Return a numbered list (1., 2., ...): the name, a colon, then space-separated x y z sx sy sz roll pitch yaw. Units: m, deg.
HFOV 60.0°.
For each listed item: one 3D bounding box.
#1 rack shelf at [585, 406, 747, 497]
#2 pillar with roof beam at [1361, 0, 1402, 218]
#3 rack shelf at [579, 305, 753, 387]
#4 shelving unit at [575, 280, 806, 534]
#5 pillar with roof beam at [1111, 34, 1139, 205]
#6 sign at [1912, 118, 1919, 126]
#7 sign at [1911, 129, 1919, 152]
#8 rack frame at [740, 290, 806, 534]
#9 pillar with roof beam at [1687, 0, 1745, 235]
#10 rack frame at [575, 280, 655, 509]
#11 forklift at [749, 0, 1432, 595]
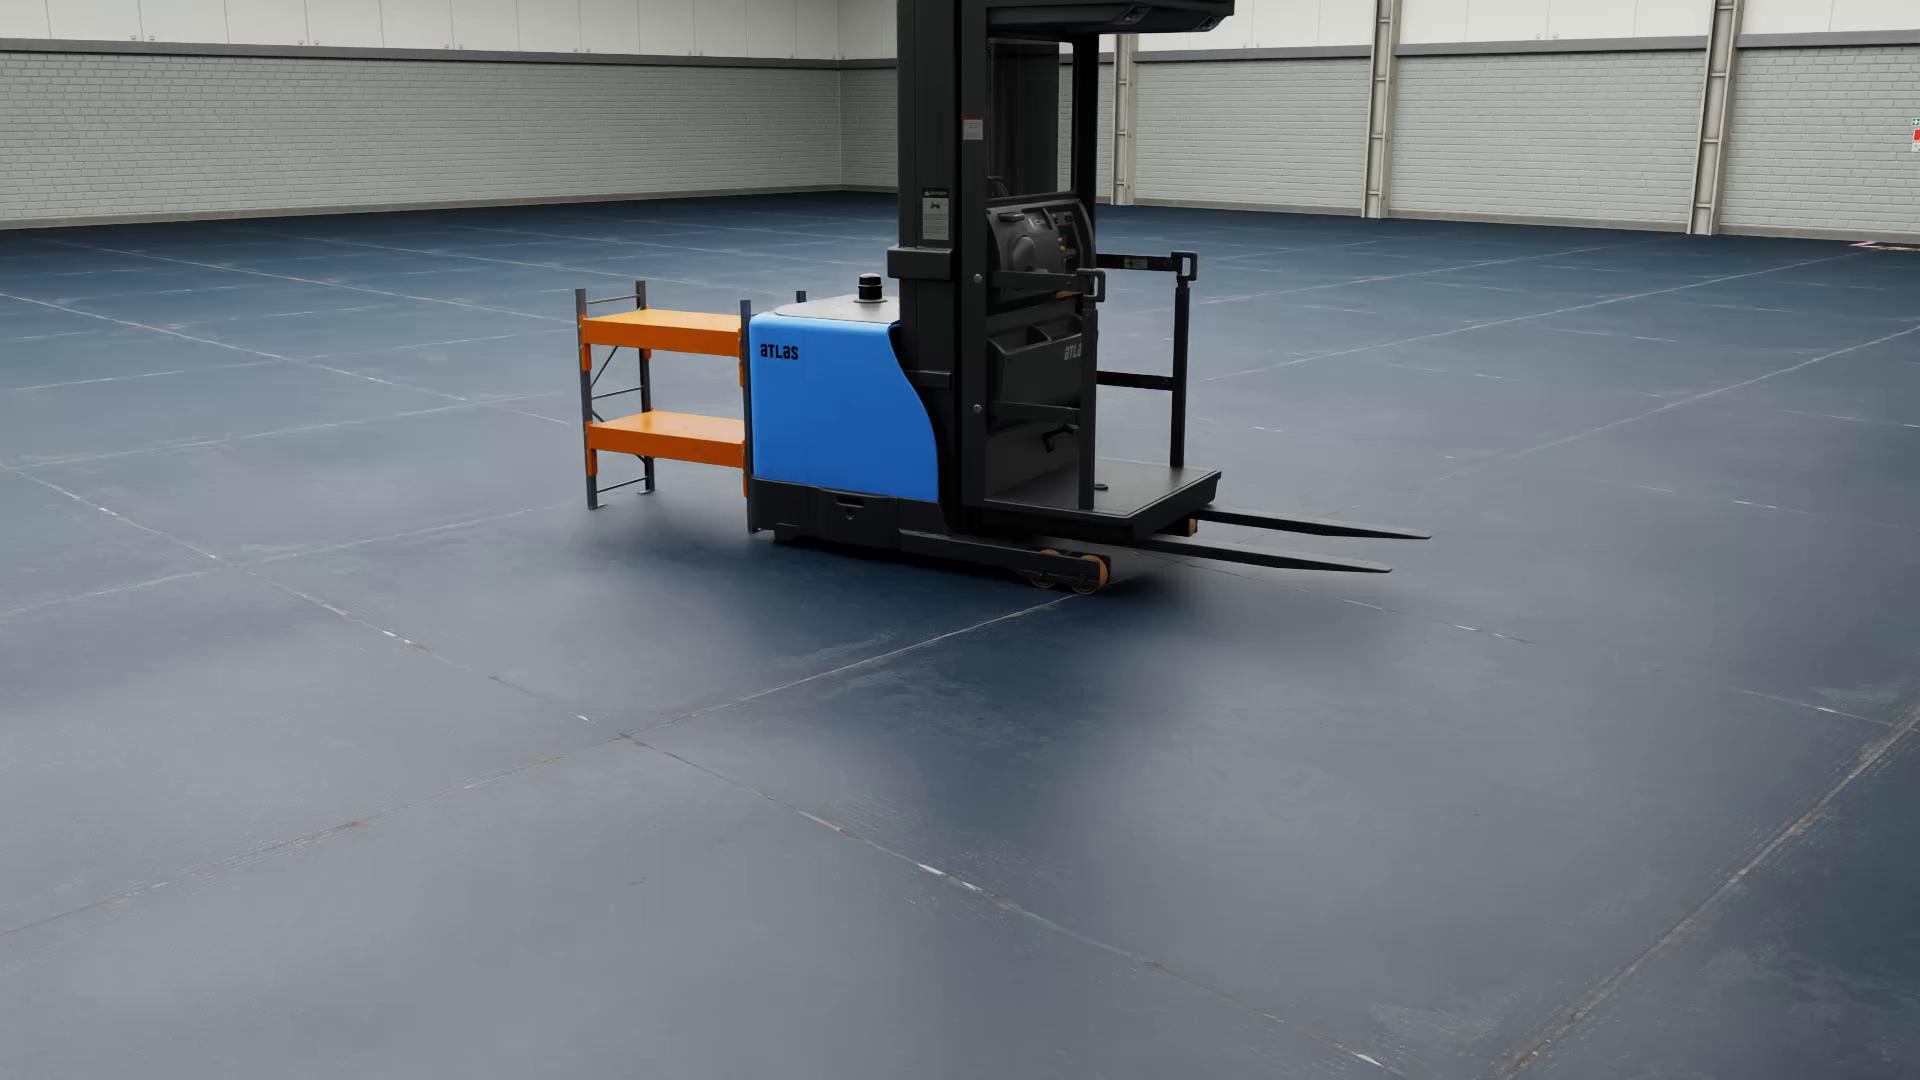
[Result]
1. rack shelf: -1.336 -0.459 8.431 1.000 0.278 0.538 8 17 29
2. pillar with roof beam: 4.762 -9.599 26.926 0.400 9.000 9.100 14 20 42
3. rack shelf: -1.336 -0.978 8.295 1.000 0.278 0.538 8 17 29
4. shelving unit: -1.336 -0.695 8.369 1.048 1.125 0.538 8 17 29
5. pillar with roof beam: 0.442 -10.649 30.956 0.400 9.000 9.100 14 20 42
6. sign: 14.306 -6.204 24.671 0.331 0.109 0.001 14 20 42
7. sign: 14.309 -5.950 24.747 0.234 0.329 0.001 14 20 42
8. rack frame: -0.894 -0.632 8.126 0.032 1.125 0.500 8 17 29
9. pillar with roof beam: 9.081 -8.549 22.896 0.400 9.000 9.100 14 20 42
10. rack frame: -1.779 -0.758 8.612 0.032 1.125 0.500 8 17 29
11. forklift: 0.545 -1.340 7.262 3.031 2.935 1.130 8 17 29
